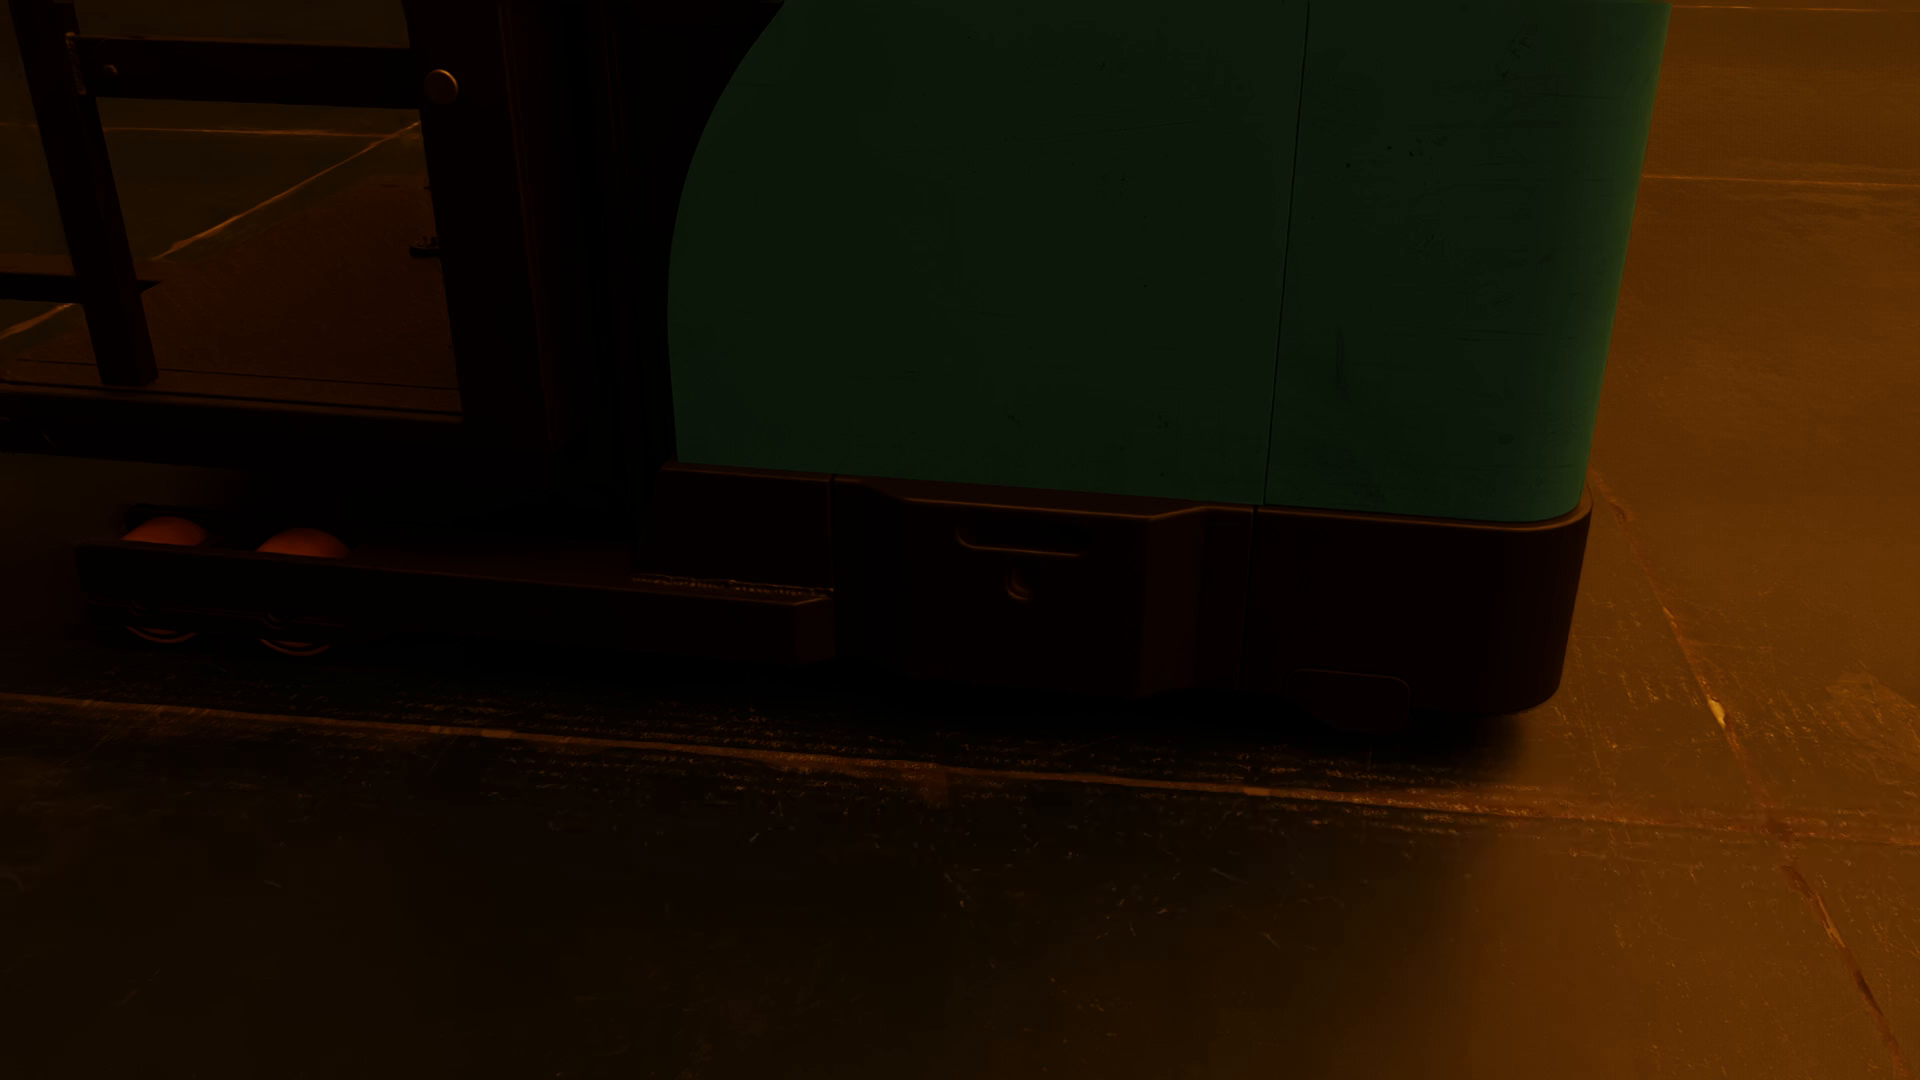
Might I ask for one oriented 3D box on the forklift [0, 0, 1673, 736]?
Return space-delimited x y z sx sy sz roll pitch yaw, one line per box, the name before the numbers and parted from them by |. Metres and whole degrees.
forklift | -0.695 -1.385 1.993 3.031 2.935 1.130 5 27 9
